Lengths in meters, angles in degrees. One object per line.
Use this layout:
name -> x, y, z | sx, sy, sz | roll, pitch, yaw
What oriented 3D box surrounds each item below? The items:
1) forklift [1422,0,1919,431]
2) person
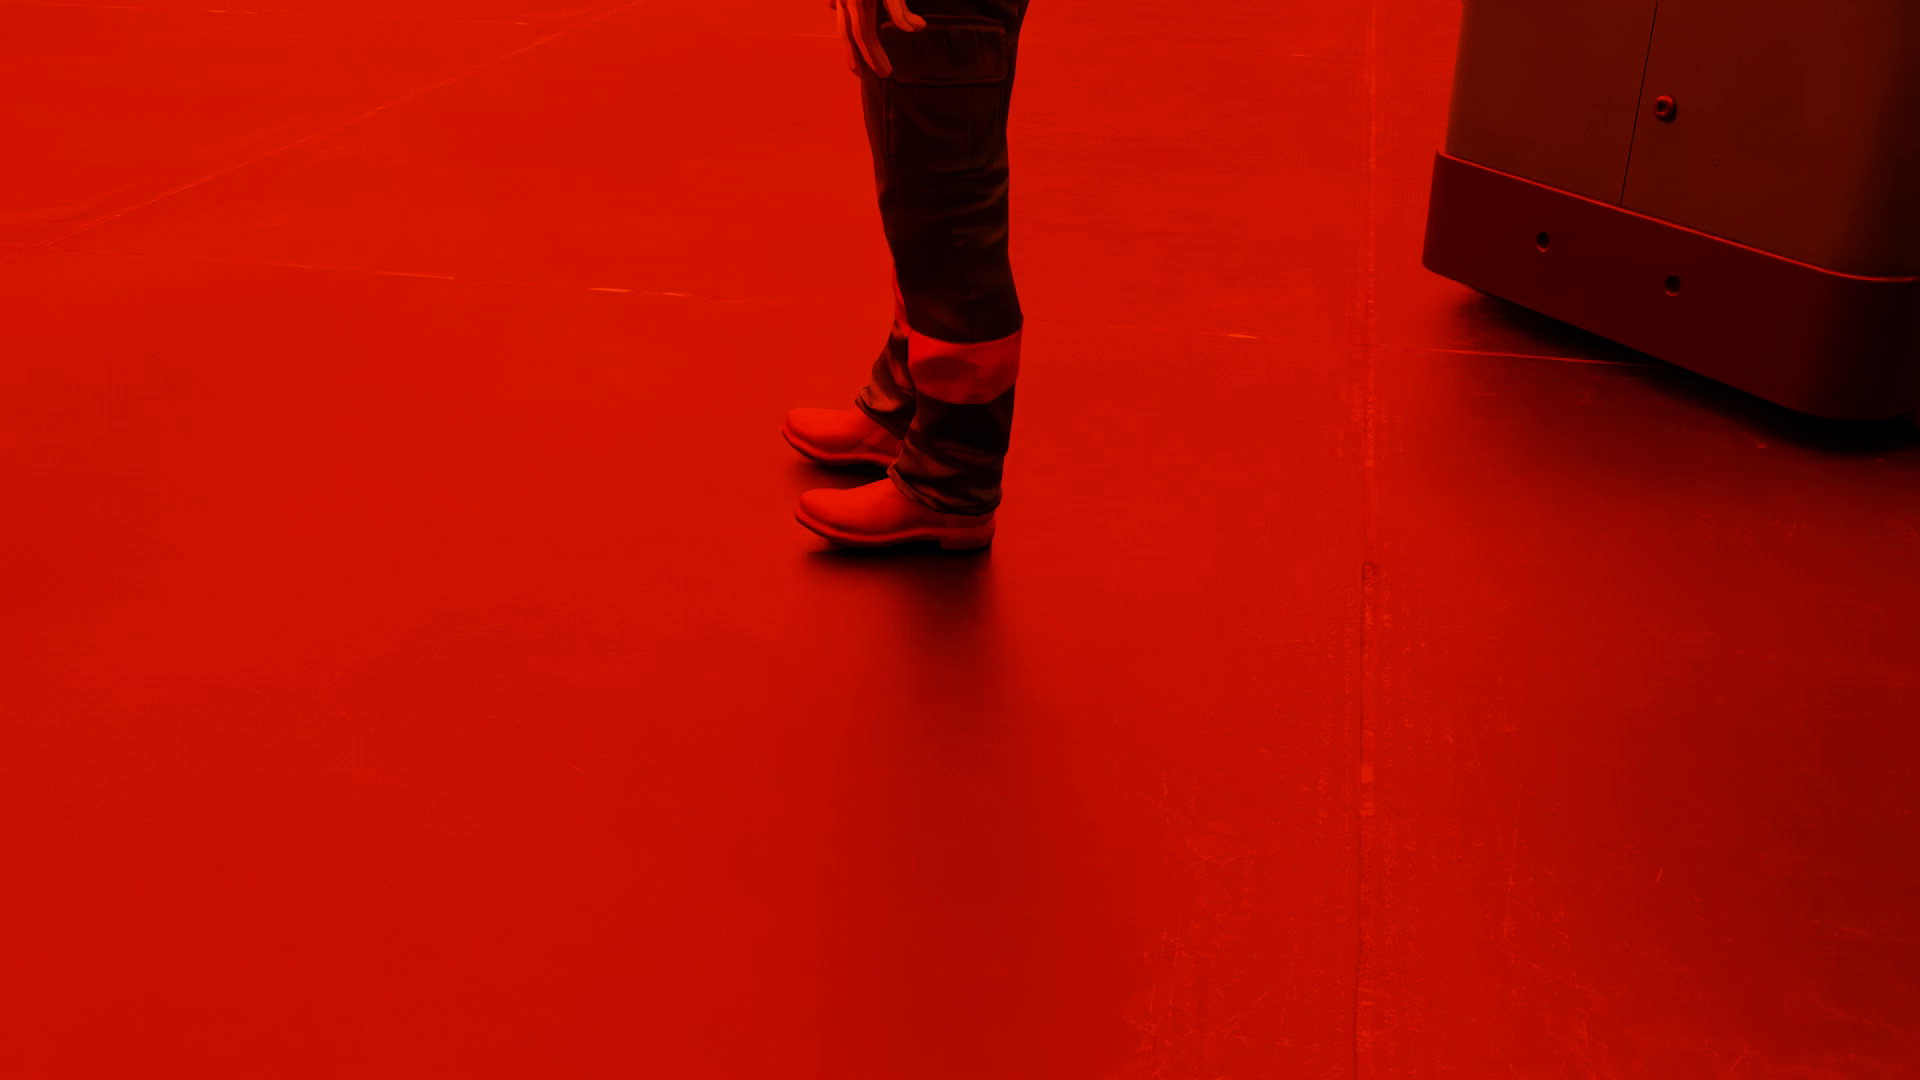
forklift -> 2.510, -1.955, 3.121 | 3.031, 2.935, 1.130 | -14, 30, -25
person -> -0.075, -0.818, 2.119 | 0.564, 1.787, 0.638 | 6, 27, 11
